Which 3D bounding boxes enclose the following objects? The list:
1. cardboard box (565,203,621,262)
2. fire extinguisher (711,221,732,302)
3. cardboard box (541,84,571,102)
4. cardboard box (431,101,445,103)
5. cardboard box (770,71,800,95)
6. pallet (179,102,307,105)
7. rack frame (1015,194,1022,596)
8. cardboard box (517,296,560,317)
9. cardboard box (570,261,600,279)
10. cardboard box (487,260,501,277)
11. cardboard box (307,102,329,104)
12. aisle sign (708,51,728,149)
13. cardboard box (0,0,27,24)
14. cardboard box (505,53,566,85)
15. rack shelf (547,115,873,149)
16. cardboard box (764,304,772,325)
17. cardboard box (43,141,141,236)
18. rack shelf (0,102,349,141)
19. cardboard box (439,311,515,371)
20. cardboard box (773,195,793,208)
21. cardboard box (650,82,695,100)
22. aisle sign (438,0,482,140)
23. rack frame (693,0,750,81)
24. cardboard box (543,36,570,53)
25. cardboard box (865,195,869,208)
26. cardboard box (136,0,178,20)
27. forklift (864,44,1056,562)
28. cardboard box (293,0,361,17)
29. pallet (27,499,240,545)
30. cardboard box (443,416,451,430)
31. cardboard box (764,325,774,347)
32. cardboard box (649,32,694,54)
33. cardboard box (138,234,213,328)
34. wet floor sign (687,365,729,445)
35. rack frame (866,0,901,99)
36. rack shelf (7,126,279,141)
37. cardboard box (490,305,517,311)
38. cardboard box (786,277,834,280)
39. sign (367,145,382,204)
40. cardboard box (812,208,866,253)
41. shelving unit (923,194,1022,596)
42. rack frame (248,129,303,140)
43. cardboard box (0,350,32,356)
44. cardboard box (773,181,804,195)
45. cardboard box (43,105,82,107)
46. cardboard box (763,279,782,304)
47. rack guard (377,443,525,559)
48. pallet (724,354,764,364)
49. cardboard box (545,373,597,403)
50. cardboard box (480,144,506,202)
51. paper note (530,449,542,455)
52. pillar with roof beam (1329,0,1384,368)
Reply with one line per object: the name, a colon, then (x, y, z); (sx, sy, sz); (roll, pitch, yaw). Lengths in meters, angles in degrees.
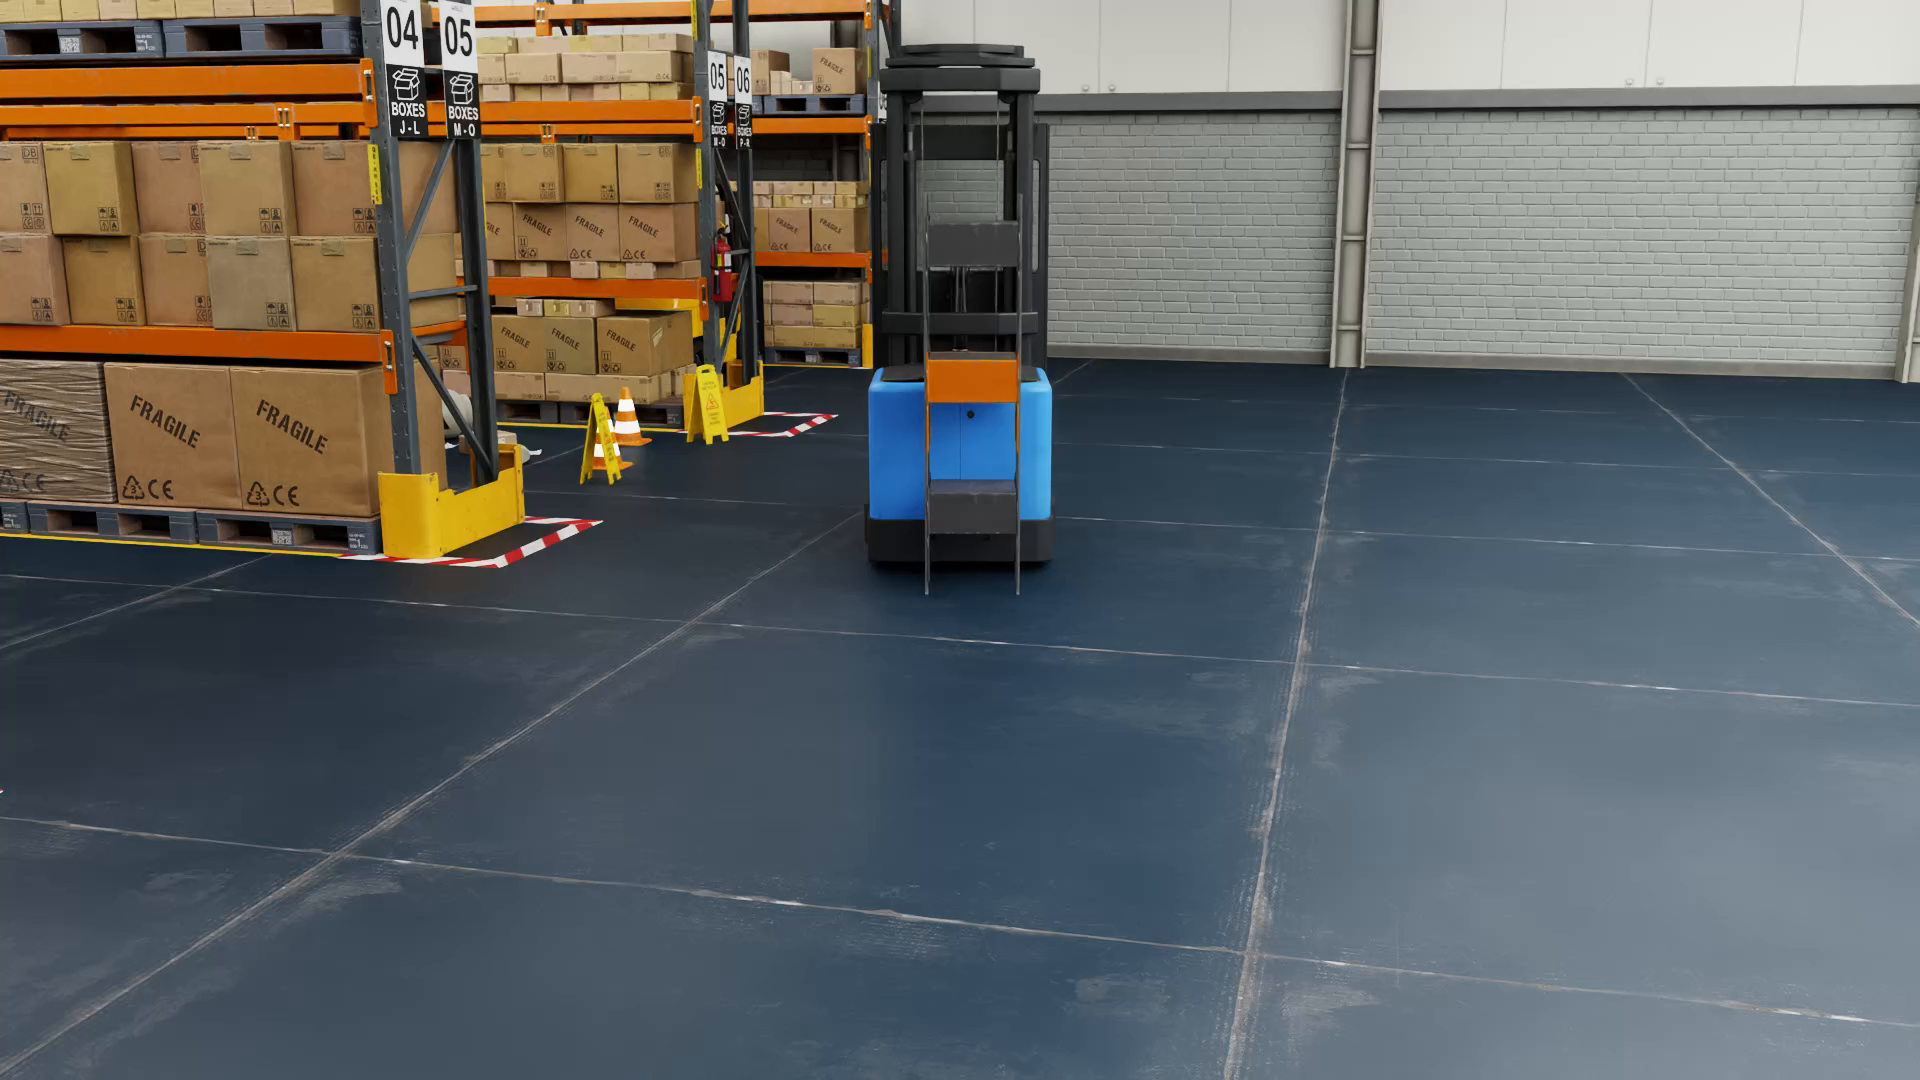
cardboard box: (-3.124, -2.718, 14.641); (0.500, 0.500, 0.500); (3, 13, 14)
fire extinguisher: (-2.046, -2.386, 14.242); (0.183, 0.674, 0.296); (3, 13, 14)
cardboard box: (-3.442, -3.885, 14.475); (0.250, 0.149, 0.380); (3, 13, 13)
cardboard box: (-4.455, -3.923, 14.645); (0.250, 0.149, 0.380); (3, 13, 12)
cardboard box: (-1.984, -5.216, 19.001); (0.258, 0.266, 0.396); (3, 13, 14)
pallet: (-6.504, -4.161, 15.574); (1.003, 0.211, 1.213); (3, 13, 14)
rack frame: (0.312, -0.770, 8.857); (0.015, 2.100, 0.400); (0, 13, 1)
cardboard box: (-3.758, -2.092, 14.885); (0.250, 0.149, 0.380); (4, 13, 16)
cardboard box: (-3.234, -2.393, 14.675); (0.250, 0.149, 0.380); (3, 13, 15)
cardboard box: (-4.210, -2.452, 14.942); (0.250, 0.149, 0.380); (3, 13, 13)
cardboard box: (-5.683, -4.008, 15.027); (0.250, 0.149, 0.380); (3, 13, 13)
aisle sign: (-2.056, -3.732, 14.126); (0.004, 0.787, 0.394); (3, 13, 14)
cardboard box: (-5.509, -3.128, 9.860); (0.250, 0.149, 0.380); (3, 13, 14)
cardboard box: (-3.601, -4.085, 14.456); (0.500, 0.250, 0.500); (3, 13, 15)
rack shelf: (-2.802, -4.788, 19.624); (4.000, 0.370, 1.077); (3, 13, 14)
cardboard box: (-2.399, -2.688, 19.647); (0.500, 0.250, 0.500); (3, 13, 12)
cardboard box: (-5.098, -2.175, 10.274); (0.500, 0.550, 0.875); (3, 13, 14)
rack shelf: (-7.872, -3.951, 15.854); (4.000, 0.370, 1.077); (3, 13, 14)
cardboard box: (-4.396, -1.823, 15.173); (0.500, 0.500, 0.500); (4, 13, 16)
cardboard box: (-1.995, -3.944, 19.356); (0.250, 0.149, 0.380); (3, 13, 13)
cardboard box: (-2.460, -3.828, 14.218); (0.250, 0.149, 0.380); (3, 13, 14)
aisle sign: (-2.994, -2.809, 9.968); (0.004, 0.787, 0.394); (3, 13, 14)
rack frame: (-2.046, -5.456, 14.047); (0.127, 3.000, 1.000); (3, 13, 14)
cardboard box: (-3.409, -4.282, 14.424); (0.250, 0.149, 0.380); (3, 13, 14)
cardboard box: (-1.128, -4.008, 19.647); (0.250, 0.149, 0.380); (3, 13, 12)
cardboard box: (-4.527, -3.075, 9.622); (0.250, 0.149, 0.380); (3, 13, 13)
forklift: (-0.001, -1.567, 10.528); (1.130, 2.935, 3.031); (0, 13, 0)
cardboard box: (-3.538, -3.022, 9.384); (0.250, 0.149, 0.380); (3, 13, 13)
pallet: (-5.110, -0.208, 10.684); (1.213, 0.211, 1.003); (3, 13, 14)
cardboard box: (-4.358, -0.867, 12.979); (0.637, 0.503, 0.797); (-6, 14, -25)
cardboard box: (-2.357, -2.447, 19.716); (0.500, 0.250, 0.500); (3, 13, 14)
cardboard box: (-2.446, -4.213, 14.112); (0.250, 0.149, 0.380); (3, 13, 14)
cardboard box: (-4.558, -1.643, 10.367); (0.550, 0.550, 0.875); (3, 13, 14)
wet floor sign: (-2.118, -1.142, 13.894); (0.232, 0.644, 0.267); (8, 15, 33)
rack frame: (-0.861, -6.500, 18.753); (0.127, 3.000, 1.000); (3, 13, 14)
rack shelf: (-10.569, -5.203, 21.495); (4.000, 0.370, 1.077); (3, 13, 14)
cardboard box: (-4.301, -1.937, 15.684); (0.500, 0.500, 0.500); (4, 13, 17)
cardboard box: (-1.768, -3.011, 19.952); (0.500, 0.250, 0.500); (3, 13, 14)
sign: (-3.278, -2.048, 9.320); (0.005, 0.325, 0.100); (3, 13, 14)
cardboard box: (-1.401, -3.590, 19.258); (0.500, 0.500, 0.500); (3, 13, 12)
shelving unit: (0.068, -0.771, 8.860); (0.503, 2.100, 0.431); (0, 13, 1)
rack frame: (-8.628, -3.986, 21.274); (0.127, 3.000, 1.000); (3, 13, 14)
cardboard box: (-6.424, -0.809, 10.889); (0.875, 0.875, 0.875); (3, 13, 14)
cardboard box: (-1.990, -4.098, 19.366); (0.250, 0.149, 0.380); (3, 13, 14)
cardboard box: (-8.326, -4.384, 15.903); (0.637, 0.503, 0.797); (3, 13, 14)
cardboard box: (-2.372, -2.929, 19.581); (0.500, 0.250, 0.500); (3, 13, 14)
rack guard: (-3.111, -0.259, 10.247); (0.348, 0.500, 1.175); (3, 13, 14)
pallet: (-2.794, -2.304, 20.131); (1.213, 0.211, 1.003); (3, 13, 14)
cardboard box: (-3.397, -1.403, 15.012); (0.500, 0.250, 0.500); (3, 13, 14)
cardboard box: (-4.055, -3.277, 14.854); (0.500, 0.500, 0.700); (3, 13, 13)
paper note: (-3.441, -0.708, 13.353); (0.142, 0.019, 0.148); (-1, 13, -6)
pillar with roof beam: (3.473, -5.509, 14.286); (0.400, 9.000, 9.100); (3, 13, 14)
